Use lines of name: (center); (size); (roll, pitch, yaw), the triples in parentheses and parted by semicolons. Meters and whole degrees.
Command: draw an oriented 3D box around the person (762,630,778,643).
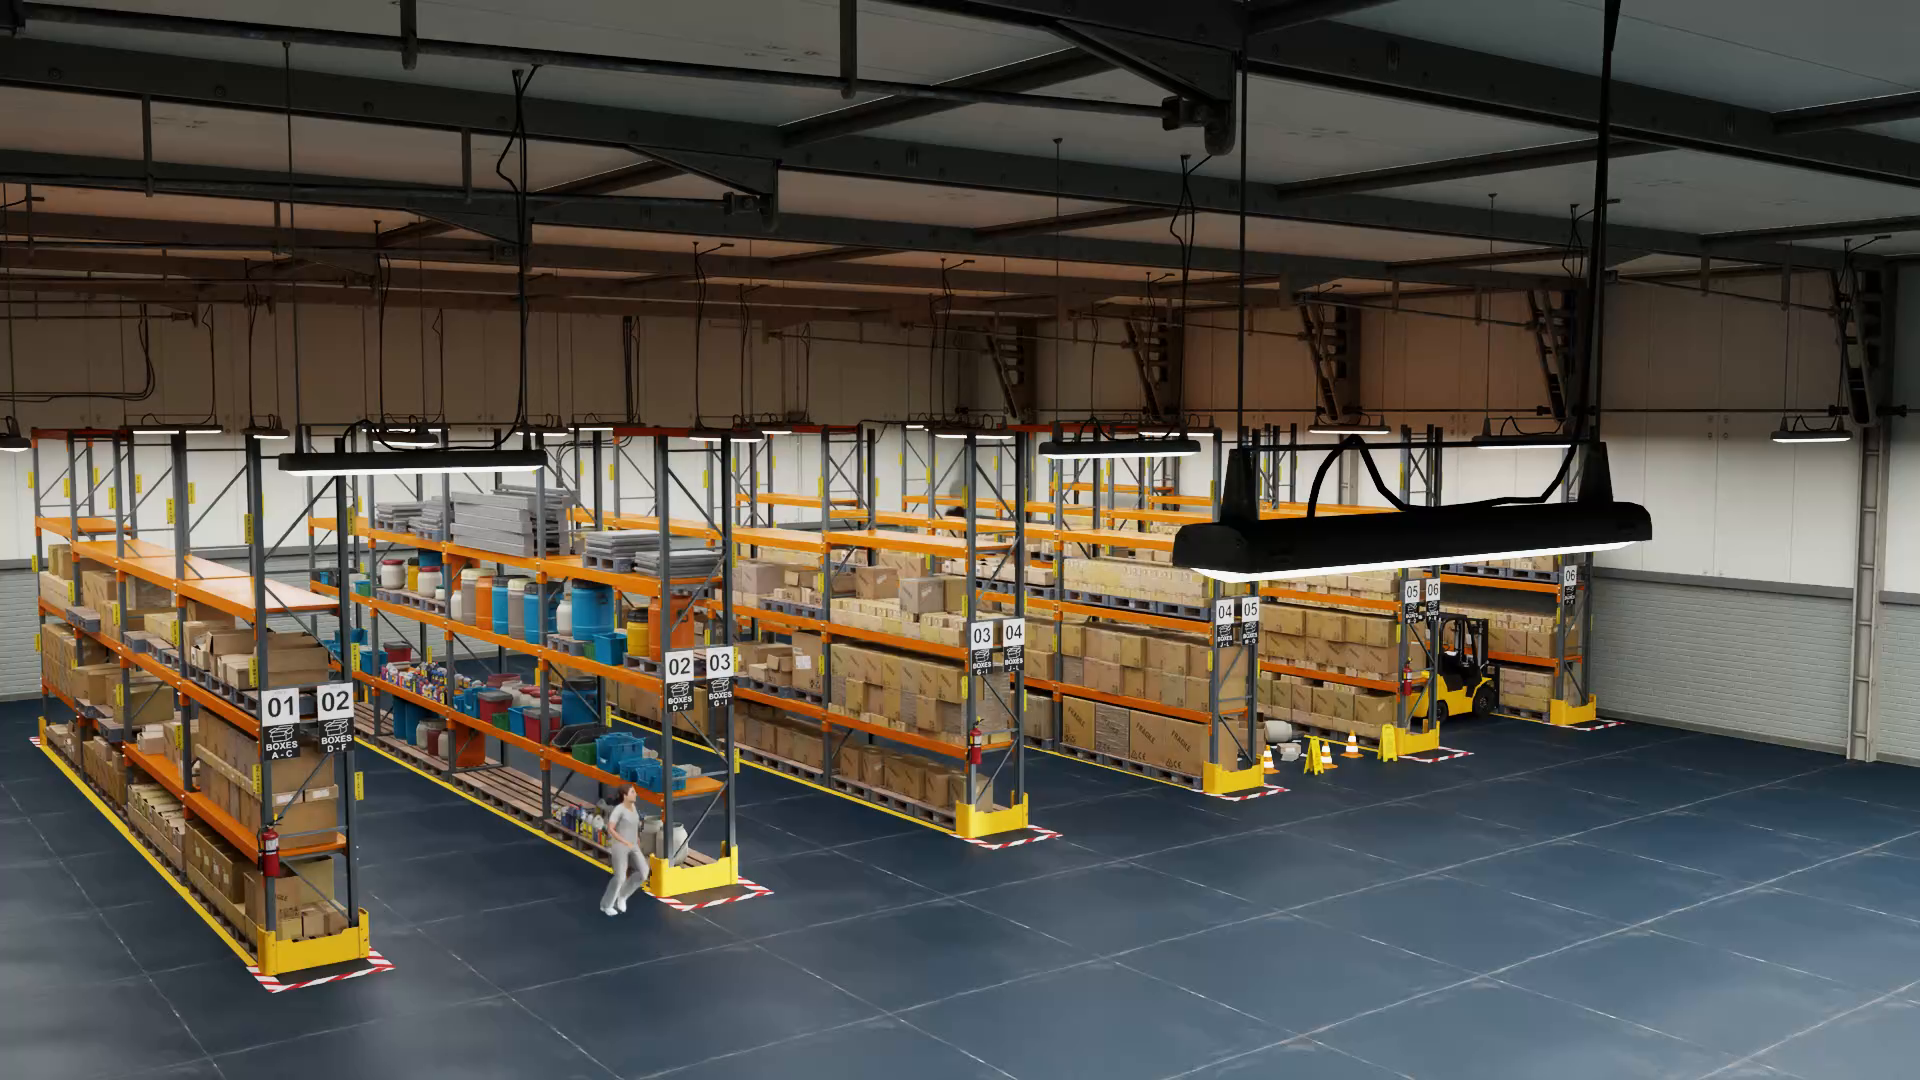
person: (-4.794, 2.255, 41.847); (0.791, 1.570, 0.544); (1, 5, 15)

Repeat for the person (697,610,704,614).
person: (-6.144, 2.450, 39.454); (0.552, 1.626, 0.770); (0, 4, -3)

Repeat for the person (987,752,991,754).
person: (0.160, 3.030, 30.994); (0.712, 1.778, 1.187); (-4, 6, -41)

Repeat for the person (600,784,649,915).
person: (-4.182, 3.874, 20.944); (0.585, 1.619, 0.623); (3, 5, 29)
